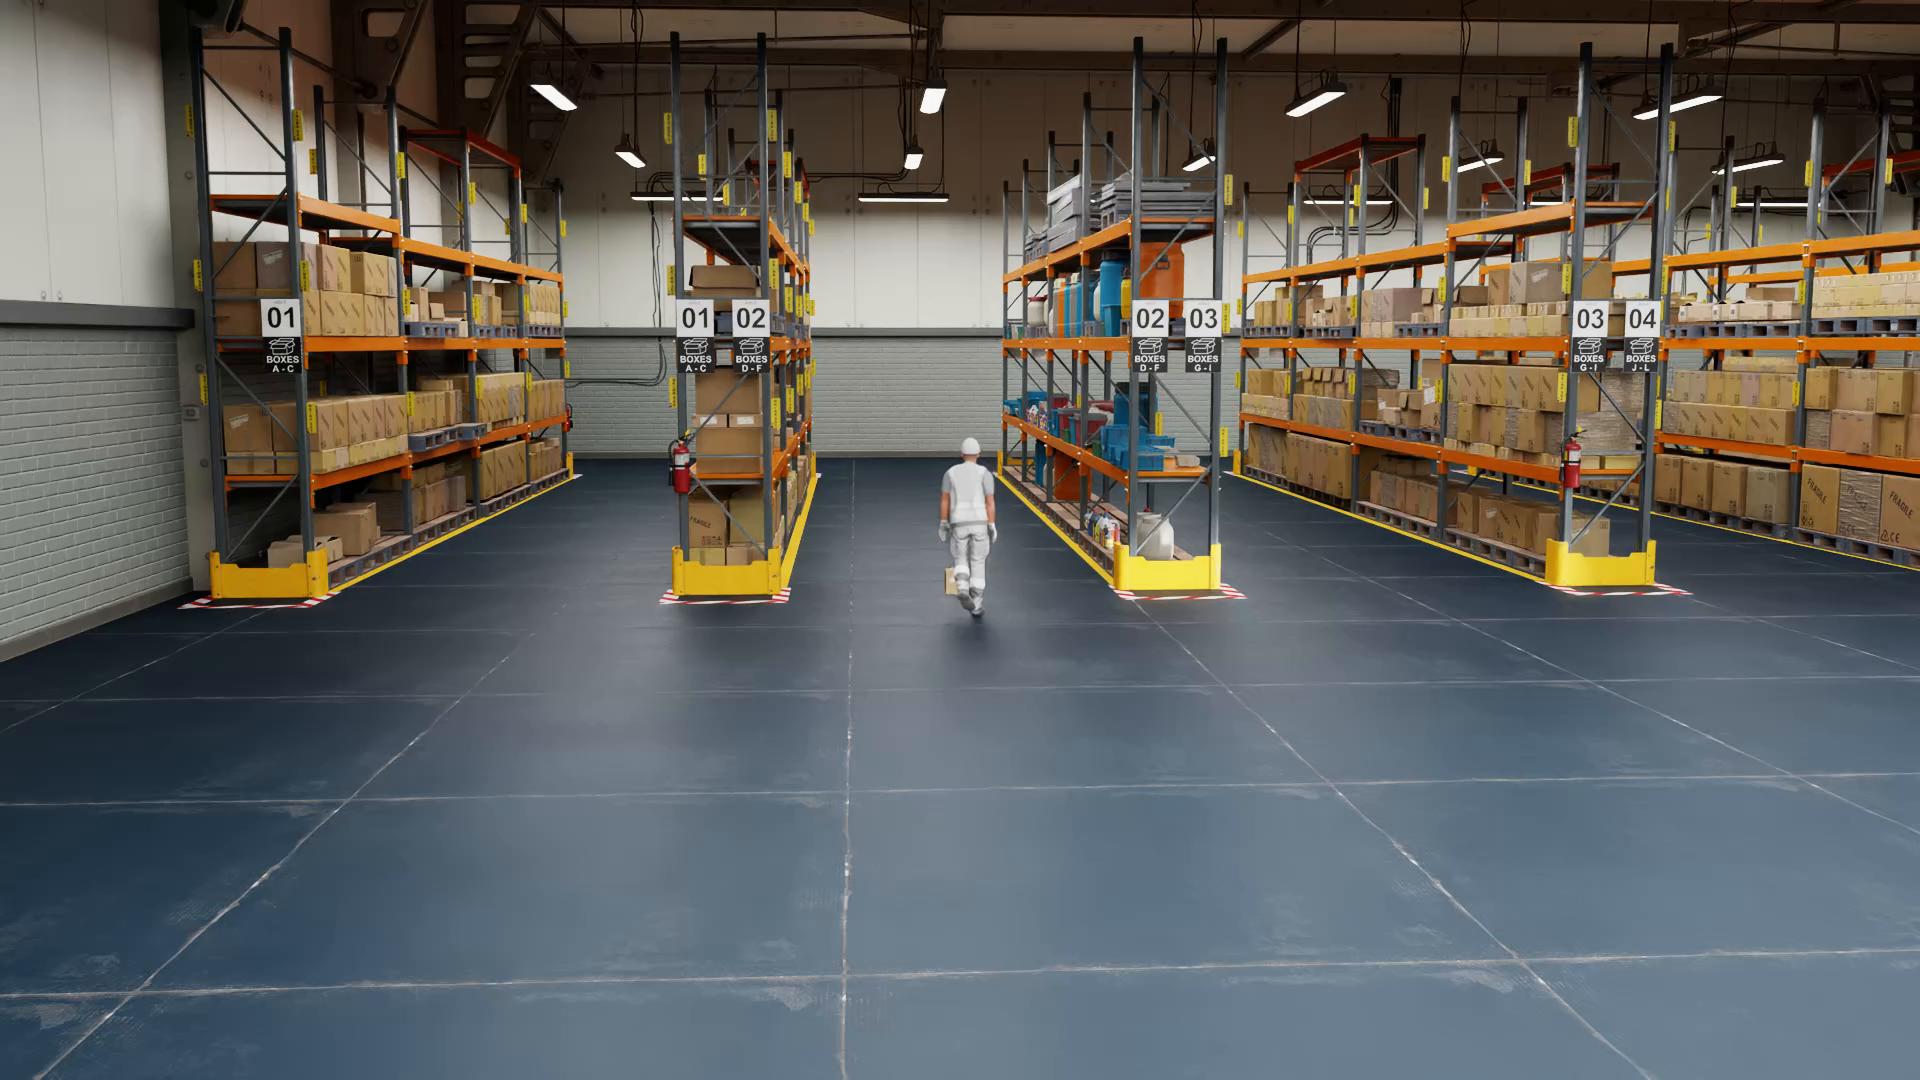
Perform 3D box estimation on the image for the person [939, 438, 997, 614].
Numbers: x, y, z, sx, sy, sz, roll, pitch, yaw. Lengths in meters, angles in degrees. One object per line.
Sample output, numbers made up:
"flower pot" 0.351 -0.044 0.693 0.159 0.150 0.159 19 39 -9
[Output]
"person" 0.067 -0.142 16.761 0.597 1.771 0.542 2 7 13
